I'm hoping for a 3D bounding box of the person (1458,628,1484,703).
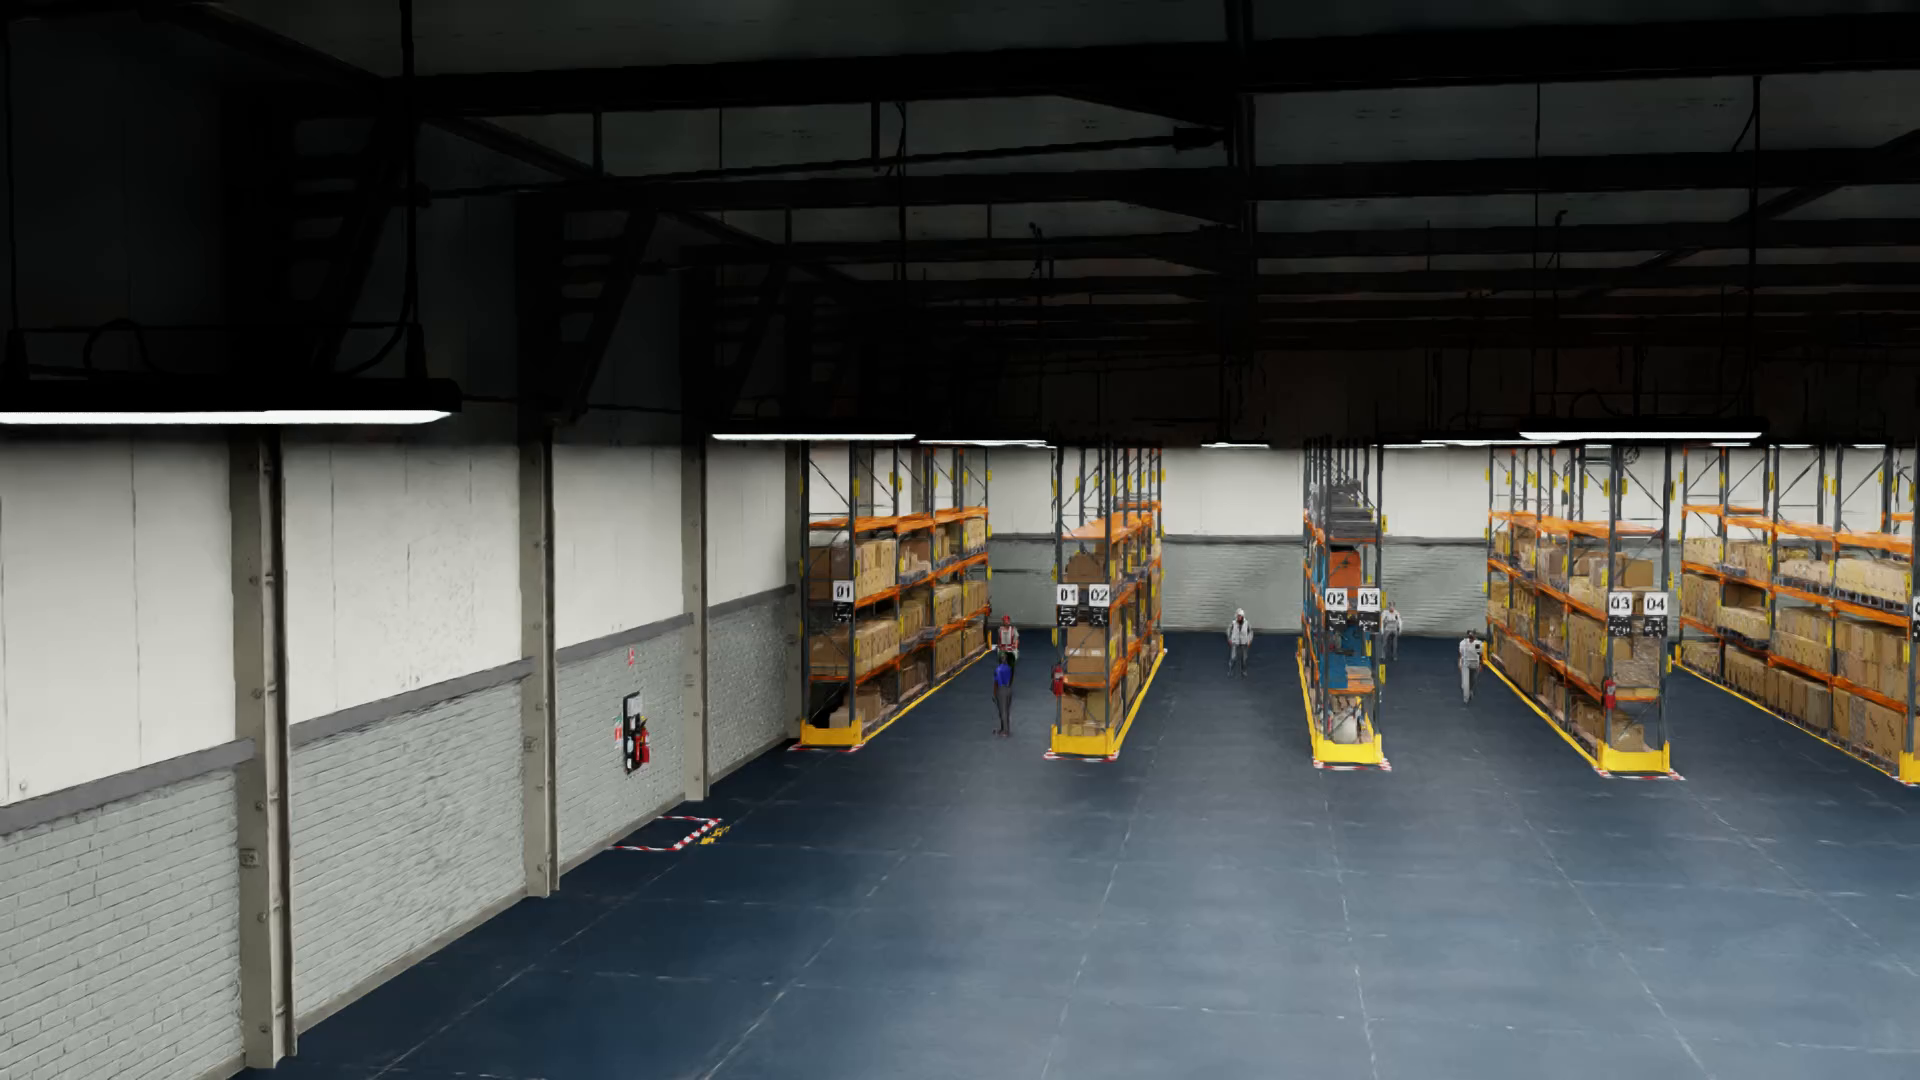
[{"bbox_3d":[11.604,2.823,37.721,0.541,1.670,1.115,0,3,9],"label":"person"}]

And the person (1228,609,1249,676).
[{"bbox_3d":[7.053,2.589,42.144,0.516,1.726,0.574,0,3,9],"label":"person"}]

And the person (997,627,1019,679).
[{"bbox_3d":[1.161,2.788,40.395,0.559,1.397,0.881,0,3,9],"label":"person"}]

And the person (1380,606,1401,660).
[{"bbox_3d":[11.750,2.477,45.362,0.550,1.604,0.497,0,3,8],"label":"person"}]

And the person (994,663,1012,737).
[{"bbox_3d":[0.821,3.181,33.299,0.545,1.453,0.508,2,4,38],"label":"person"}]
